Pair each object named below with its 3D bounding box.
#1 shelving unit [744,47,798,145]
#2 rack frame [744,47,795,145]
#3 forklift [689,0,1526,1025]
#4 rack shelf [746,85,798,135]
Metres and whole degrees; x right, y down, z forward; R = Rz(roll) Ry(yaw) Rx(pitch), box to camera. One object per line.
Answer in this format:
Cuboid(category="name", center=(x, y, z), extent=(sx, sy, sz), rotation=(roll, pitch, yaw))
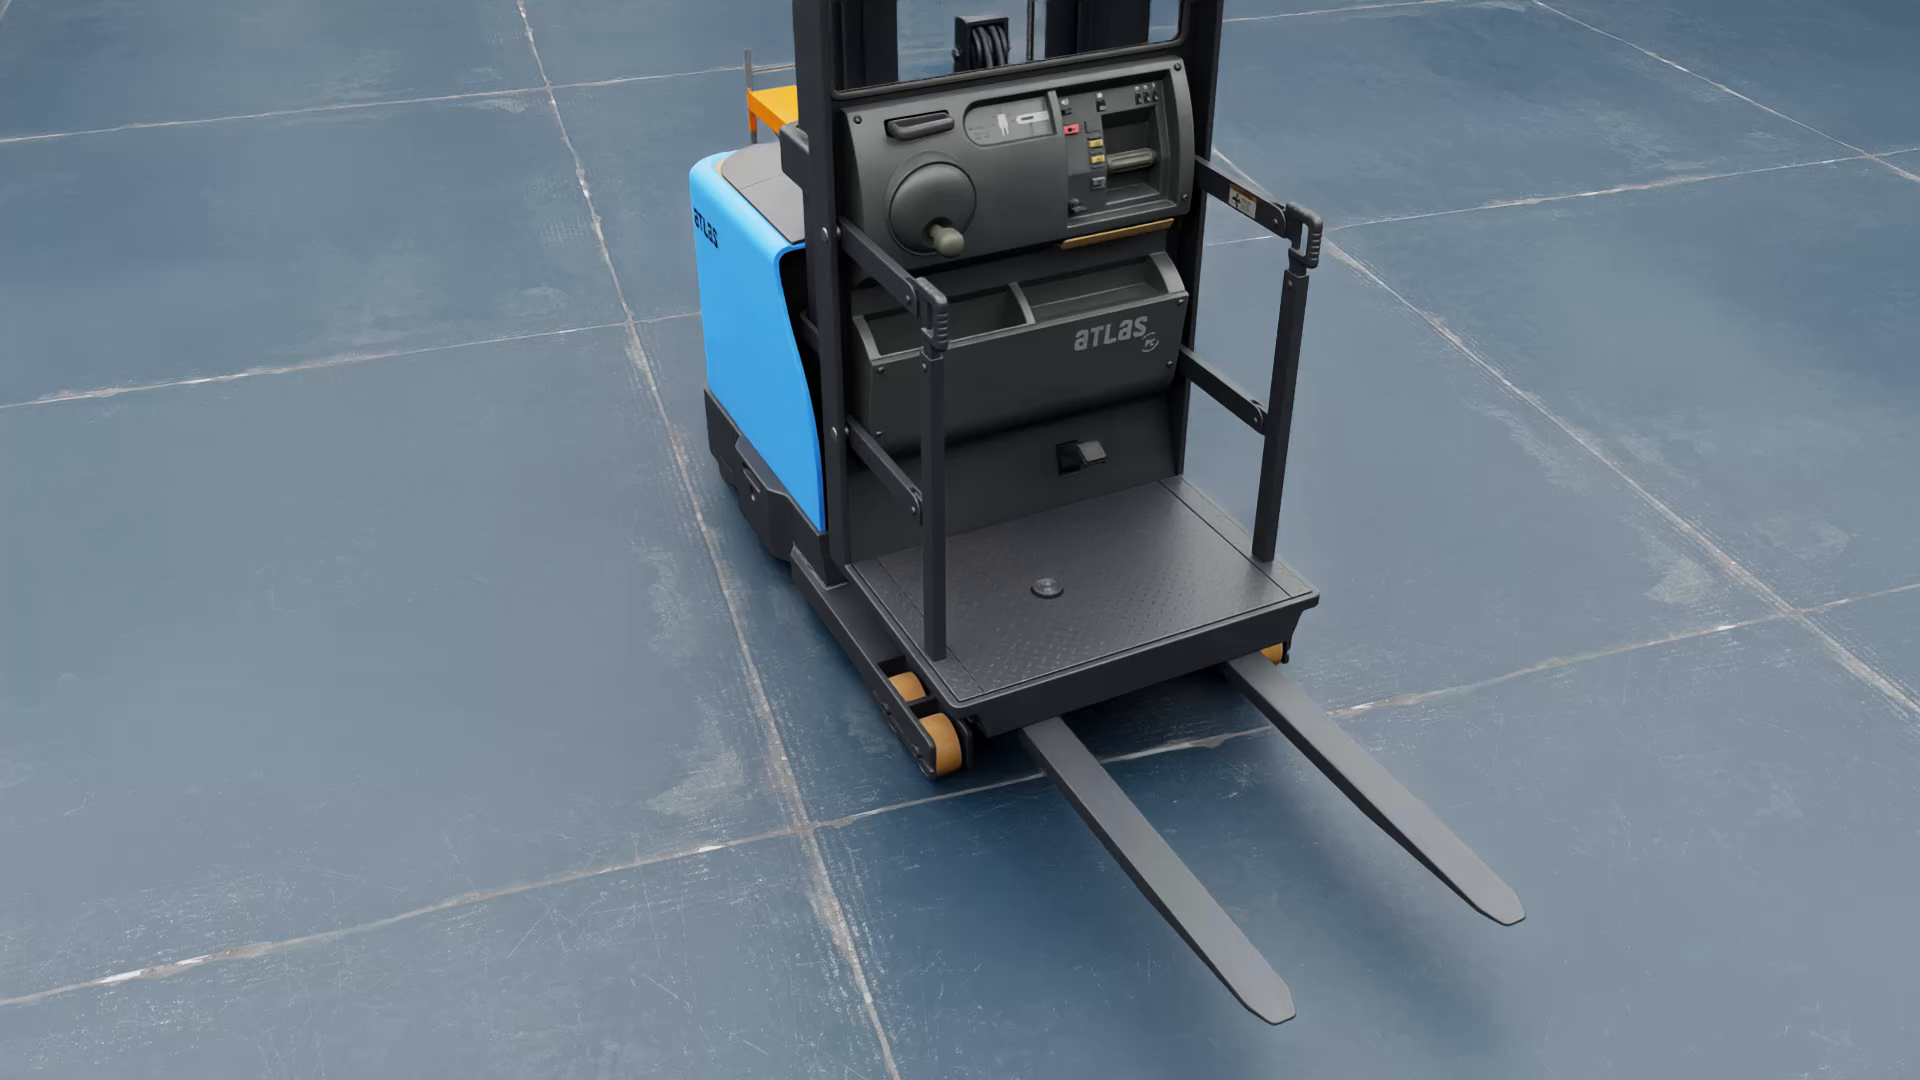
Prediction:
Cuboid(category="shelving unit", center=(-0.505, -1.050, 5.749), extent=(0.258, 1.200, 0.503), rotation=(-15, 36, -22))
Cuboid(category="rack frame", center=(-0.613, -1.170, 5.932), extent=(0.240, 1.200, 0.015), rotation=(-15, 36, -22))
Cuboid(category="forklift", center=(0.262, -0.886, 3.932), extent=(1.130, 2.935, 3.031), rotation=(-15, 36, -22))
Cuboid(category="rack shelf", center=(-0.505, -1.378, 5.533), extent=(0.258, 0.148, 0.480), rotation=(-15, 36, -22))
